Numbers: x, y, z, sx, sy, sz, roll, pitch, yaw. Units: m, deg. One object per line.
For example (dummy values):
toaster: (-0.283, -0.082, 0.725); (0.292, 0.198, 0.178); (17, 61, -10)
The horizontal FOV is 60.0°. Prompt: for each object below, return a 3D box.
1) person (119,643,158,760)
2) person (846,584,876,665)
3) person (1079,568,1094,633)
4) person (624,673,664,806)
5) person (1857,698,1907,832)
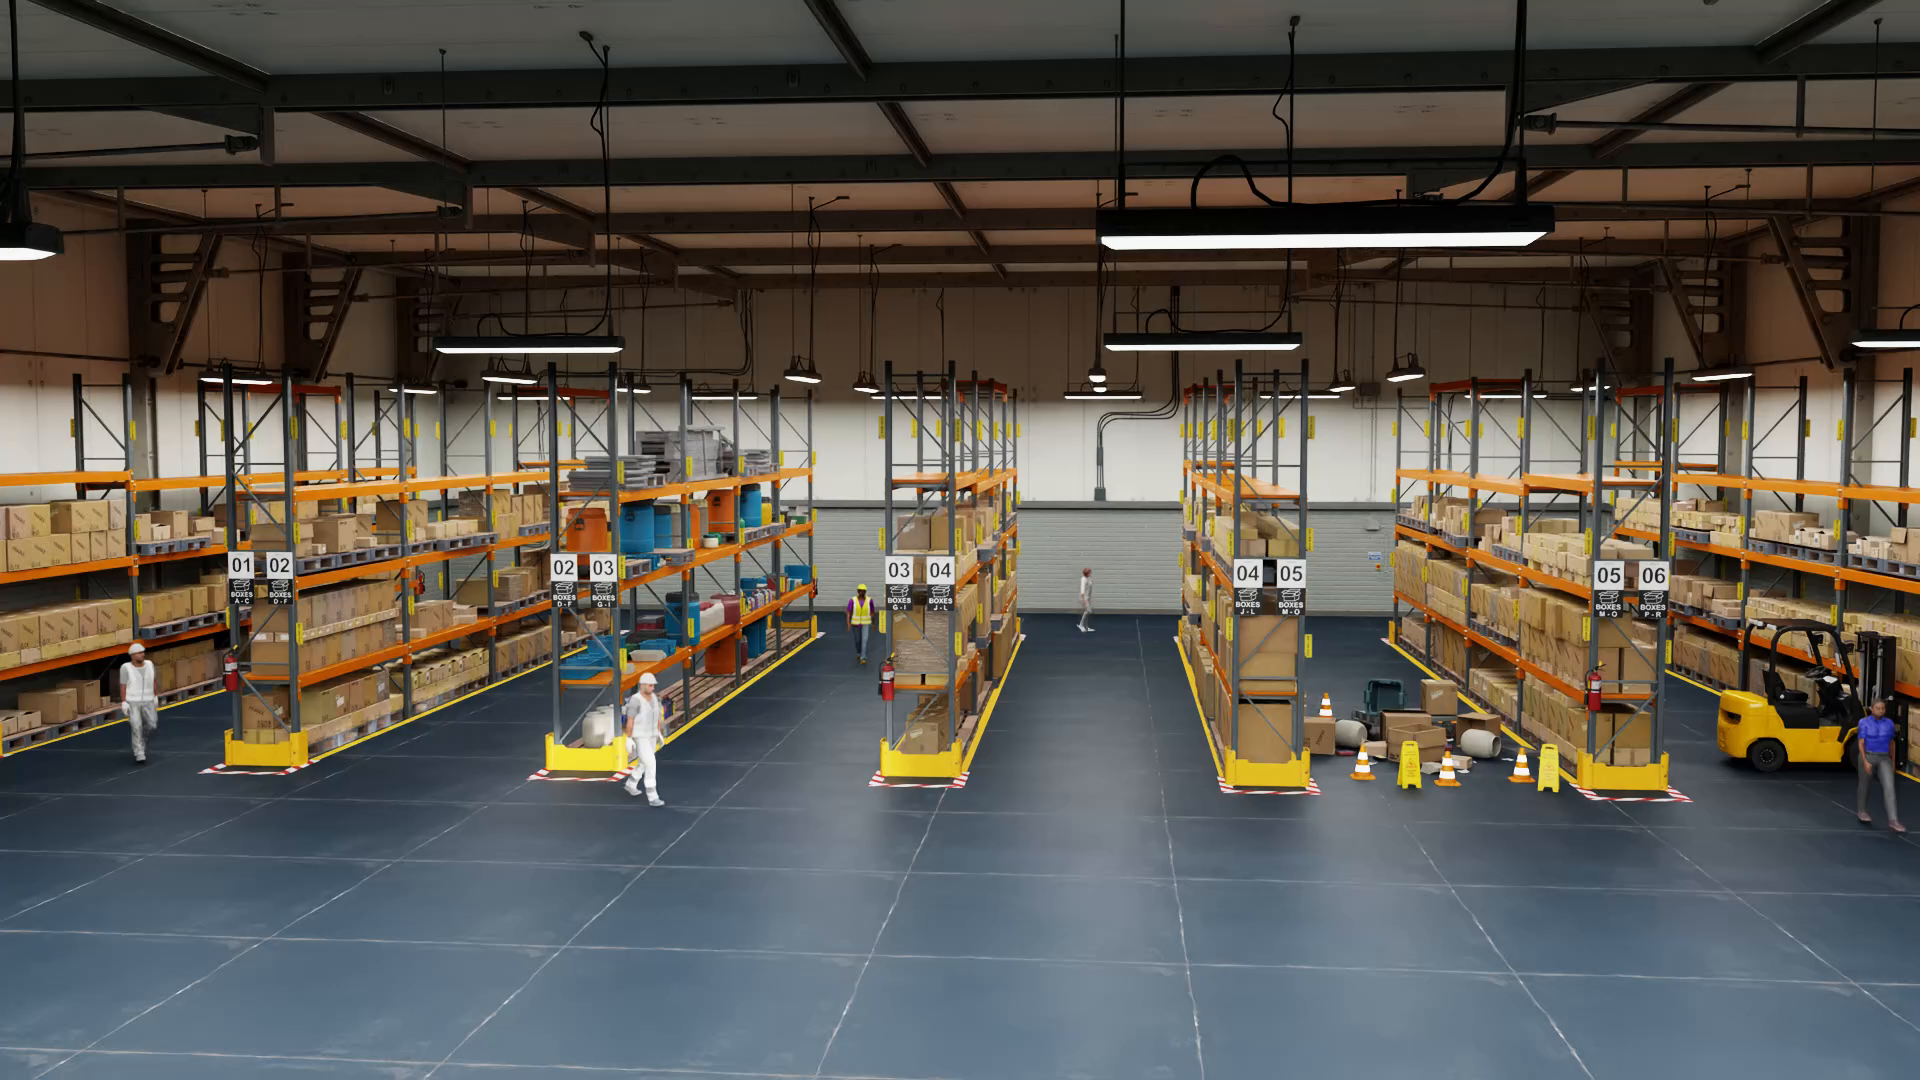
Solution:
person: (-12.486, 2.441, 25.270); (0.557, 1.769, 0.710); (-3, 5, -41)
person: (-2.128, 1.797, 35.635); (0.606, 1.714, 1.093); (0, 4, 2)
person: (3.136, 1.493, 41.257); (0.355, 1.628, 0.478); (2, 4, 24)
person: (-4.249, 2.658, 22.410); (0.917, 1.755, 0.547); (2, 4, 26)
person: (11.564, 2.797, 20.926); (0.483, 1.607, 0.919); (1, 4, 14)
